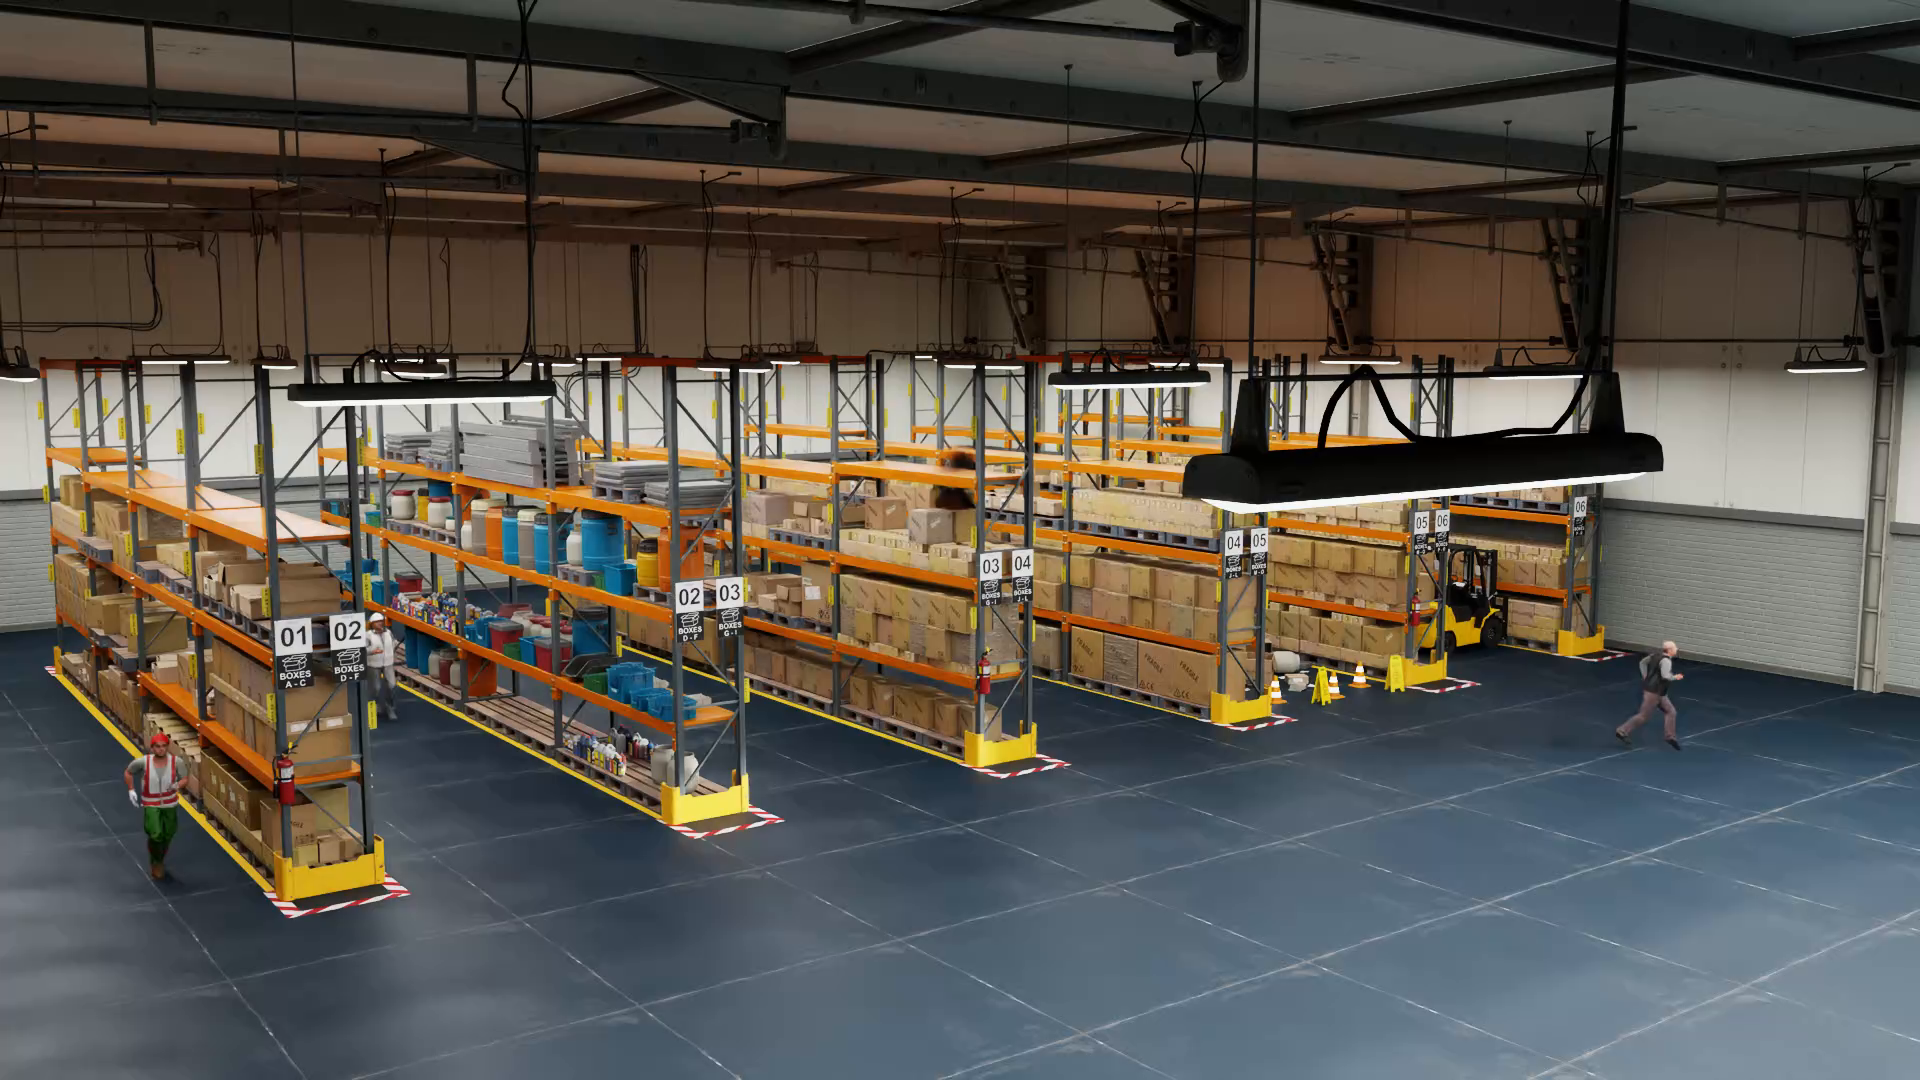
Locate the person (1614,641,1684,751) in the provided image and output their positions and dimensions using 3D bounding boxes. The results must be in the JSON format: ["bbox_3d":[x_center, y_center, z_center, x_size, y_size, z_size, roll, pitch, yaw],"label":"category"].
[{"bbox_3d":[10.681,2.416,25.715,1.013,1.735,0.657,2,7,14],"label":"person"}]

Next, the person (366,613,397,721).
[{"bbox_3d":[-9.712,2.122,27.857,0.638,1.835,0.777,-5,8,-35],"label":"person"}]

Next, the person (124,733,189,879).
[{"bbox_3d":[-9.371,3.114,19.481,0.643,1.735,0.761,-5,9,-37],"label":"person"}]
